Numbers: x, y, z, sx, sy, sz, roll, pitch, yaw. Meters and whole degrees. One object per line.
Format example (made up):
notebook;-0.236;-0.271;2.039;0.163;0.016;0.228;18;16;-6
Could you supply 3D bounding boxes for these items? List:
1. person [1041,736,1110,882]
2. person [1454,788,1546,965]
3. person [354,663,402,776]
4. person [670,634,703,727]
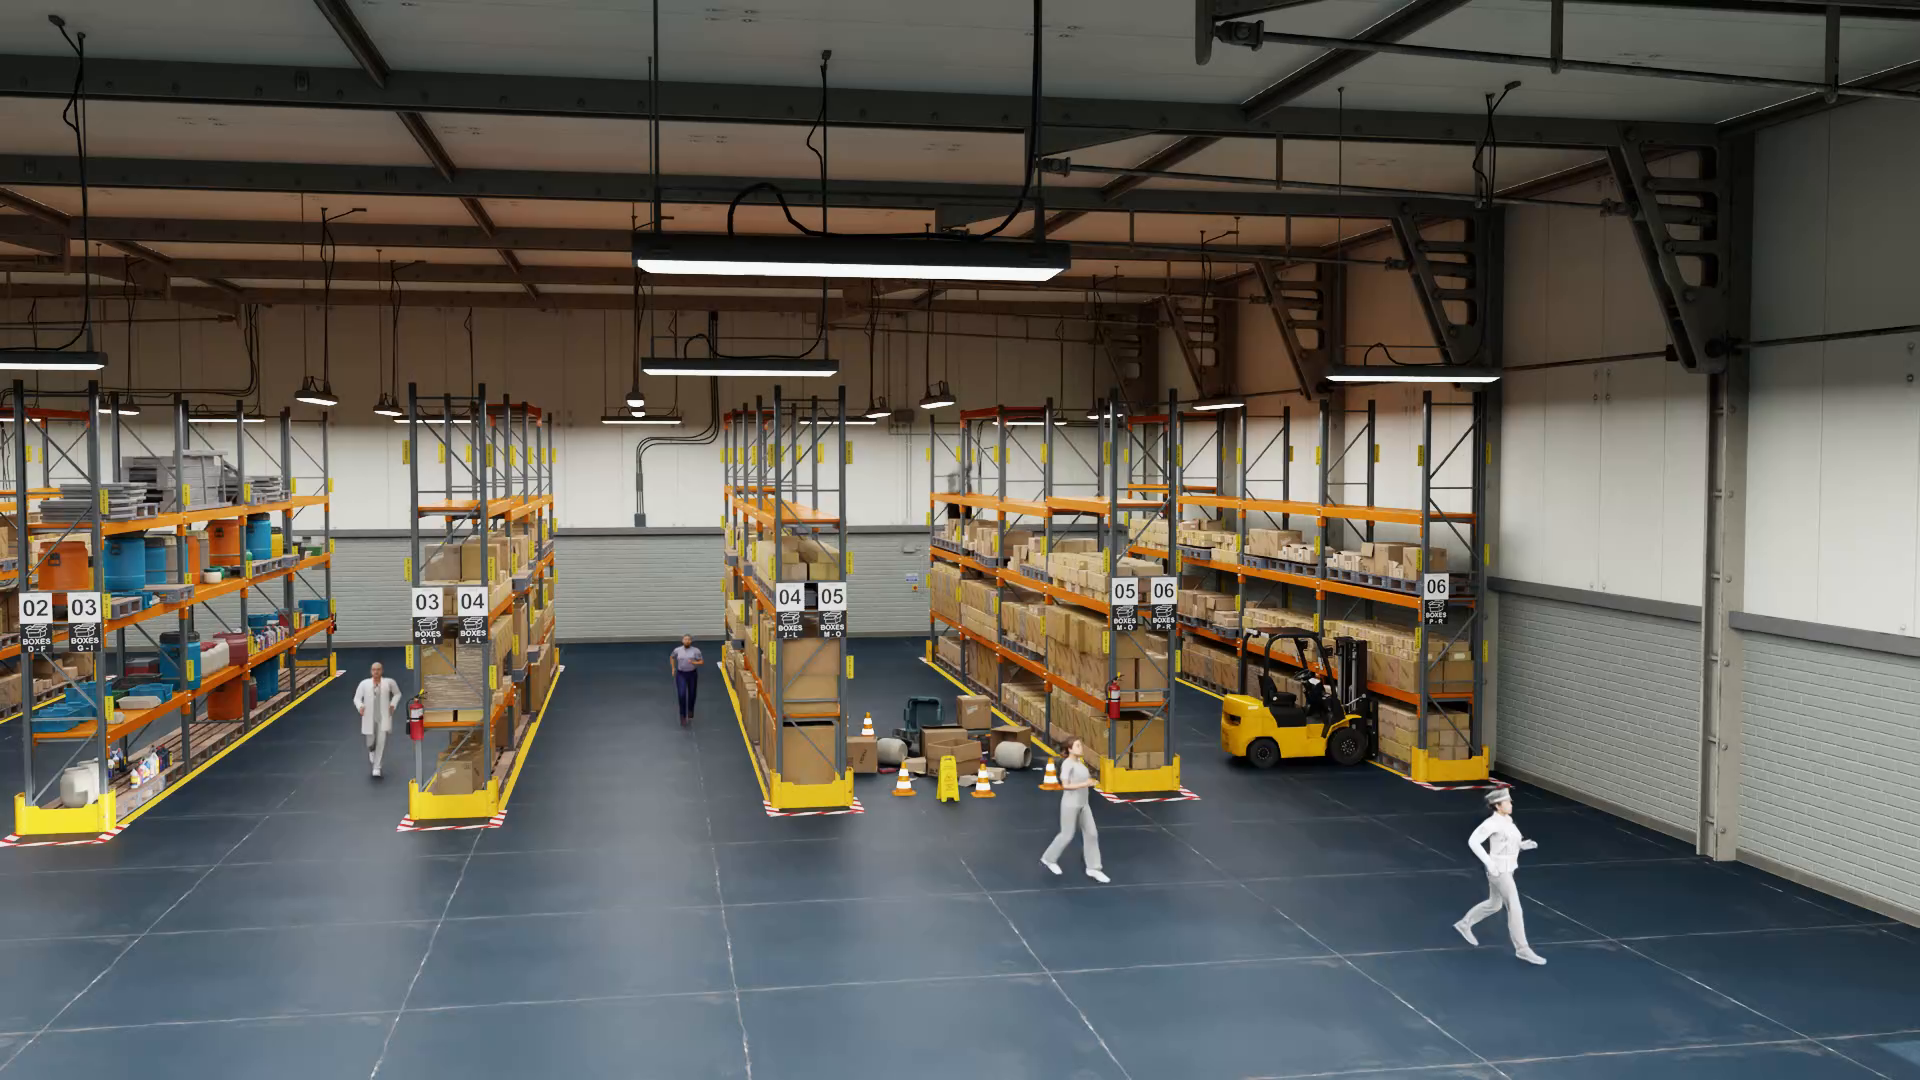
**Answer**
person;1.356;3.141;19.551;0.872;1.682;0.559;2;4;36
person;5.367;3.292;16.523;0.935;1.689;0.607;2;3;33
person;-9.157;2.805;26.160;0.710;1.750;0.888;-1;3;-18
person;-5.105;2.595;31.111;0.594;1.658;0.895;-1;3;-15
